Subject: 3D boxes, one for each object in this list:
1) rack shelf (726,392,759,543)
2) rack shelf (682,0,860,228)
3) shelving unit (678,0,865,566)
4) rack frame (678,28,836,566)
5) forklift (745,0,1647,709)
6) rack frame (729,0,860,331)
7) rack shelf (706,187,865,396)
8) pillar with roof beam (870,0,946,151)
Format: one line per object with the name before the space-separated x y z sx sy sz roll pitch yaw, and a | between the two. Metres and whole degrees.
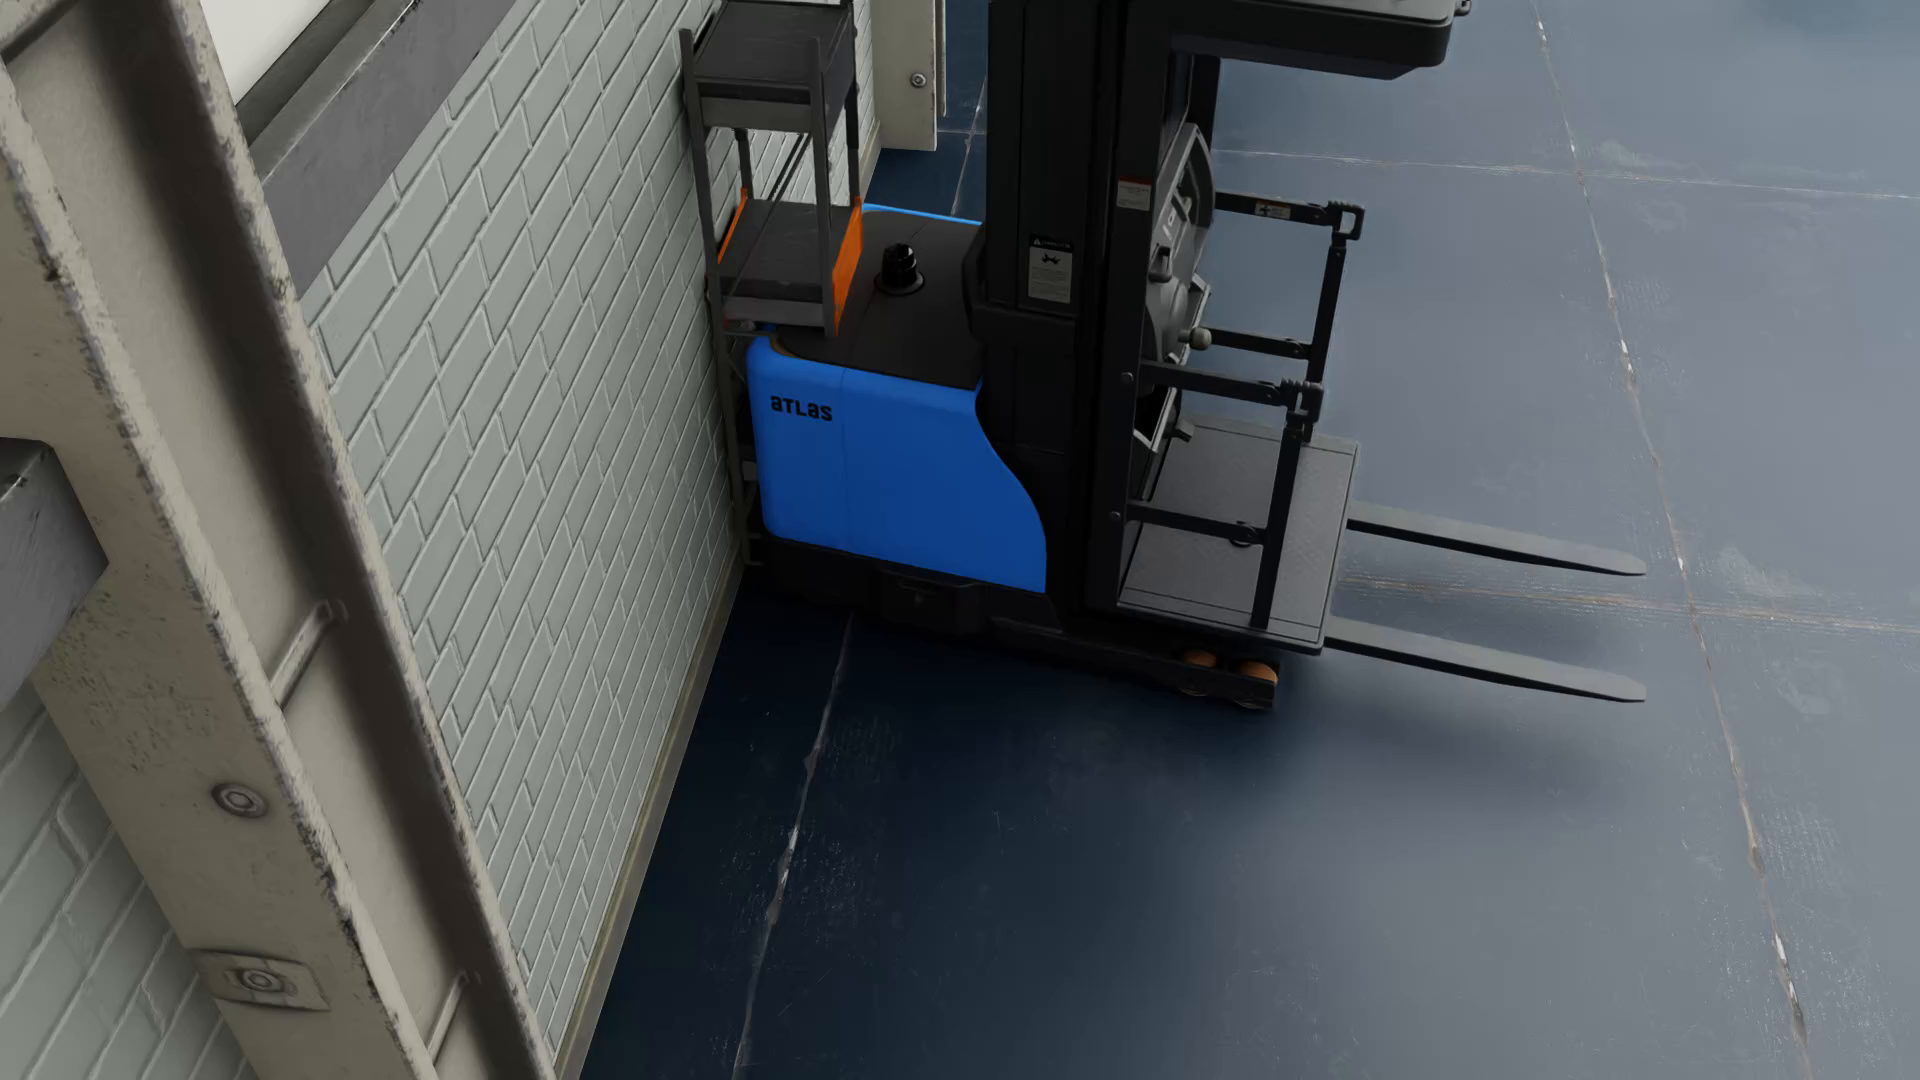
rack shelf | -0.570 -0.308 6.053 0.431 0.518 0.480 6 44 5
rack shelf | -0.562 -1.321 5.088 0.431 0.518 0.480 6 44 5
shelving unit | -0.566 -0.824 5.561 0.431 2.100 0.503 6 44 5
rack frame | -0.599 -0.658 5.386 0.400 2.100 0.015 6 44 5
forklift | 0.866 -0.903 5.072 3.031 2.935 1.130 12 45 12
rack frame | -0.533 -0.991 5.736 0.400 2.100 0.015 6 44 5
rack shelf | -0.566 -0.815 5.571 0.431 0.518 0.480 6 44 5
pillar with roof beam | 4.016 -4.966 4.950 9.100 9.000 0.400 5 44 6
